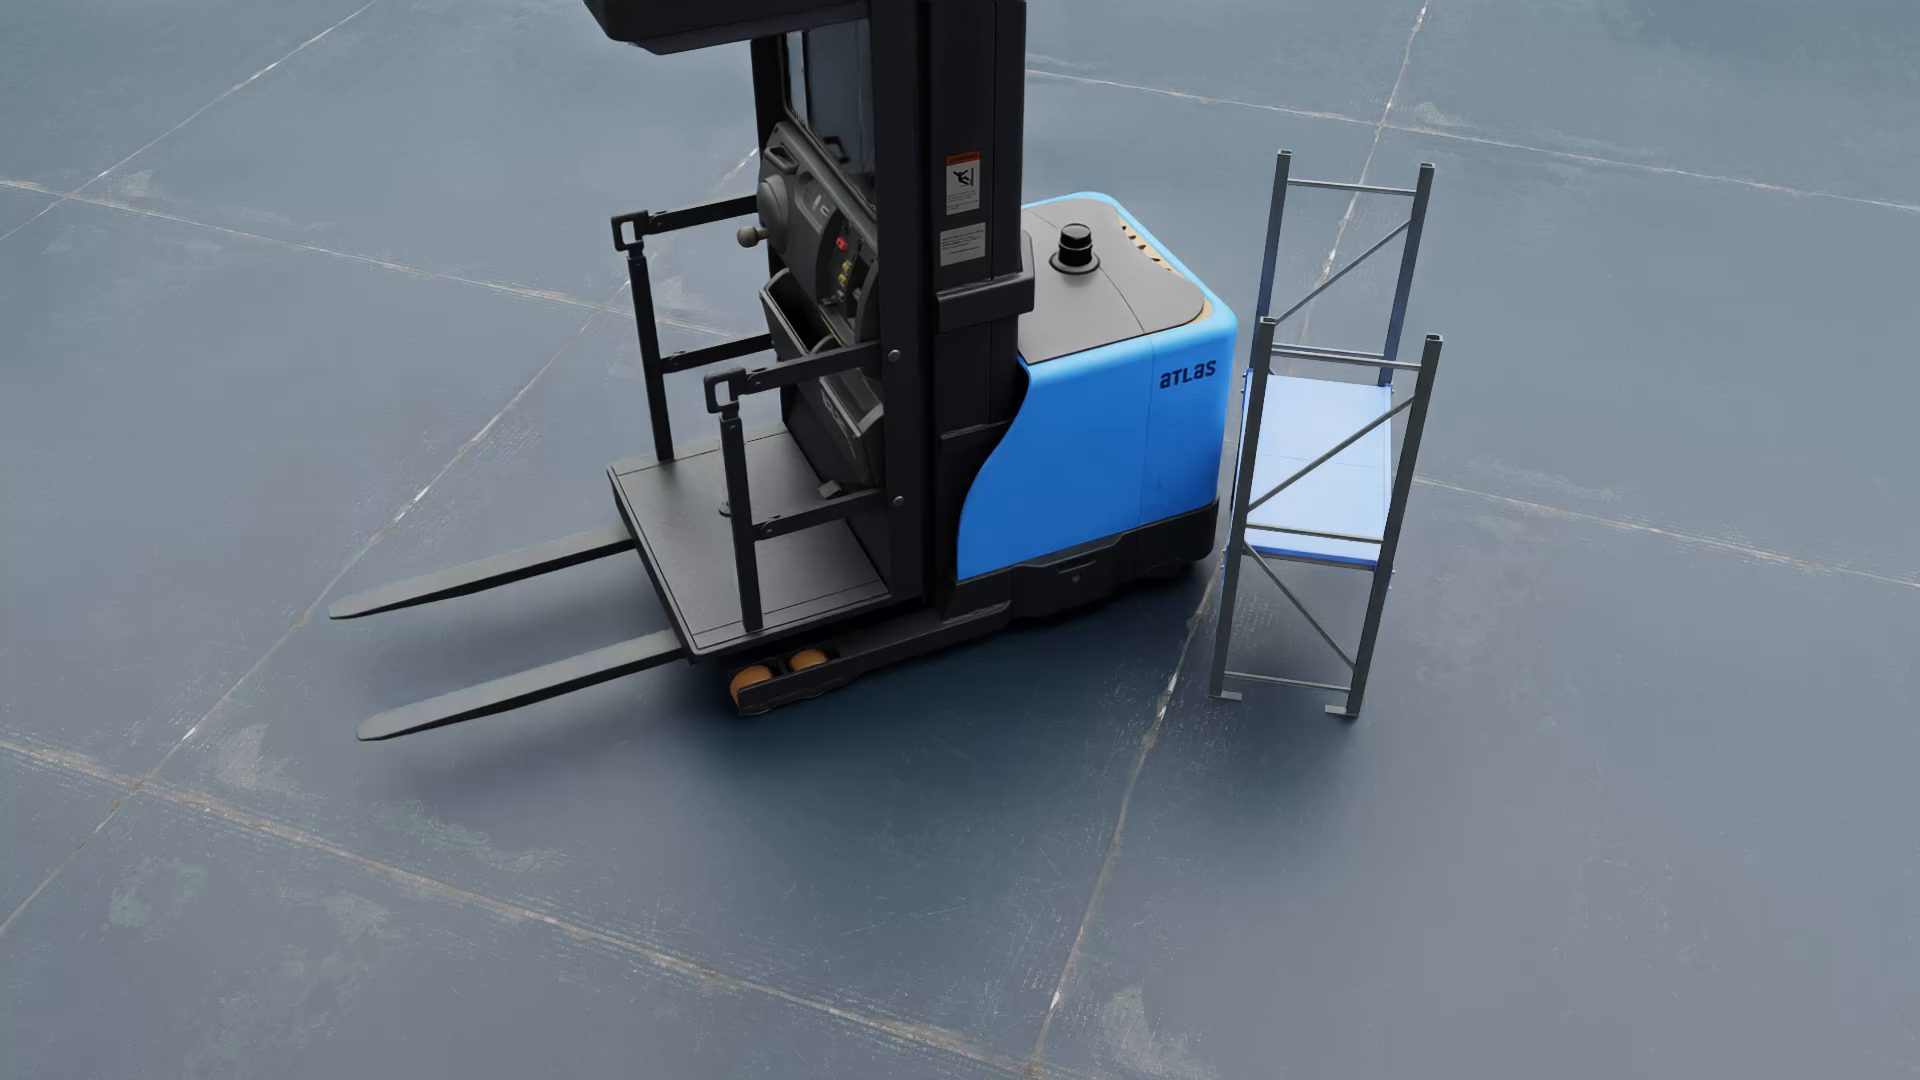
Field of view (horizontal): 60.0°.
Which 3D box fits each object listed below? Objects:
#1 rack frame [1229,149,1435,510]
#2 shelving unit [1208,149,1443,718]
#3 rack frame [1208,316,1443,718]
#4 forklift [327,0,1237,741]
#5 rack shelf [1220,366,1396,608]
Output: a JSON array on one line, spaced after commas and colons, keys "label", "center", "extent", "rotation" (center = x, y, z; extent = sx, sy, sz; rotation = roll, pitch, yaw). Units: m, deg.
[{"label": "rack frame", "center": [1.283, -0.666, 5.875], "extent": [0.500, 1.500, 0.032], "rotation": [7, 41, 8]}, {"label": "shelving unit", "center": [1.186, -0.342, 5.495], "extent": [0.538, 1.500, 1.048], "rotation": [7, 41, 8]}, {"label": "rack frame", "center": [1.088, -0.018, 5.115], "extent": [0.500, 1.500, 0.032], "rotation": [7, 41, 8]}, {"label": "forklift", "center": [-0.628, -0.923, 5.073], "extent": [3.031, 2.935, 1.130], "rotation": [-16, 43, -18]}, {"label": "rack shelf", "center": [1.186, -0.205, 5.612], "extent": [0.538, 0.185, 1.000], "rotation": [7, 41, 8]}]
